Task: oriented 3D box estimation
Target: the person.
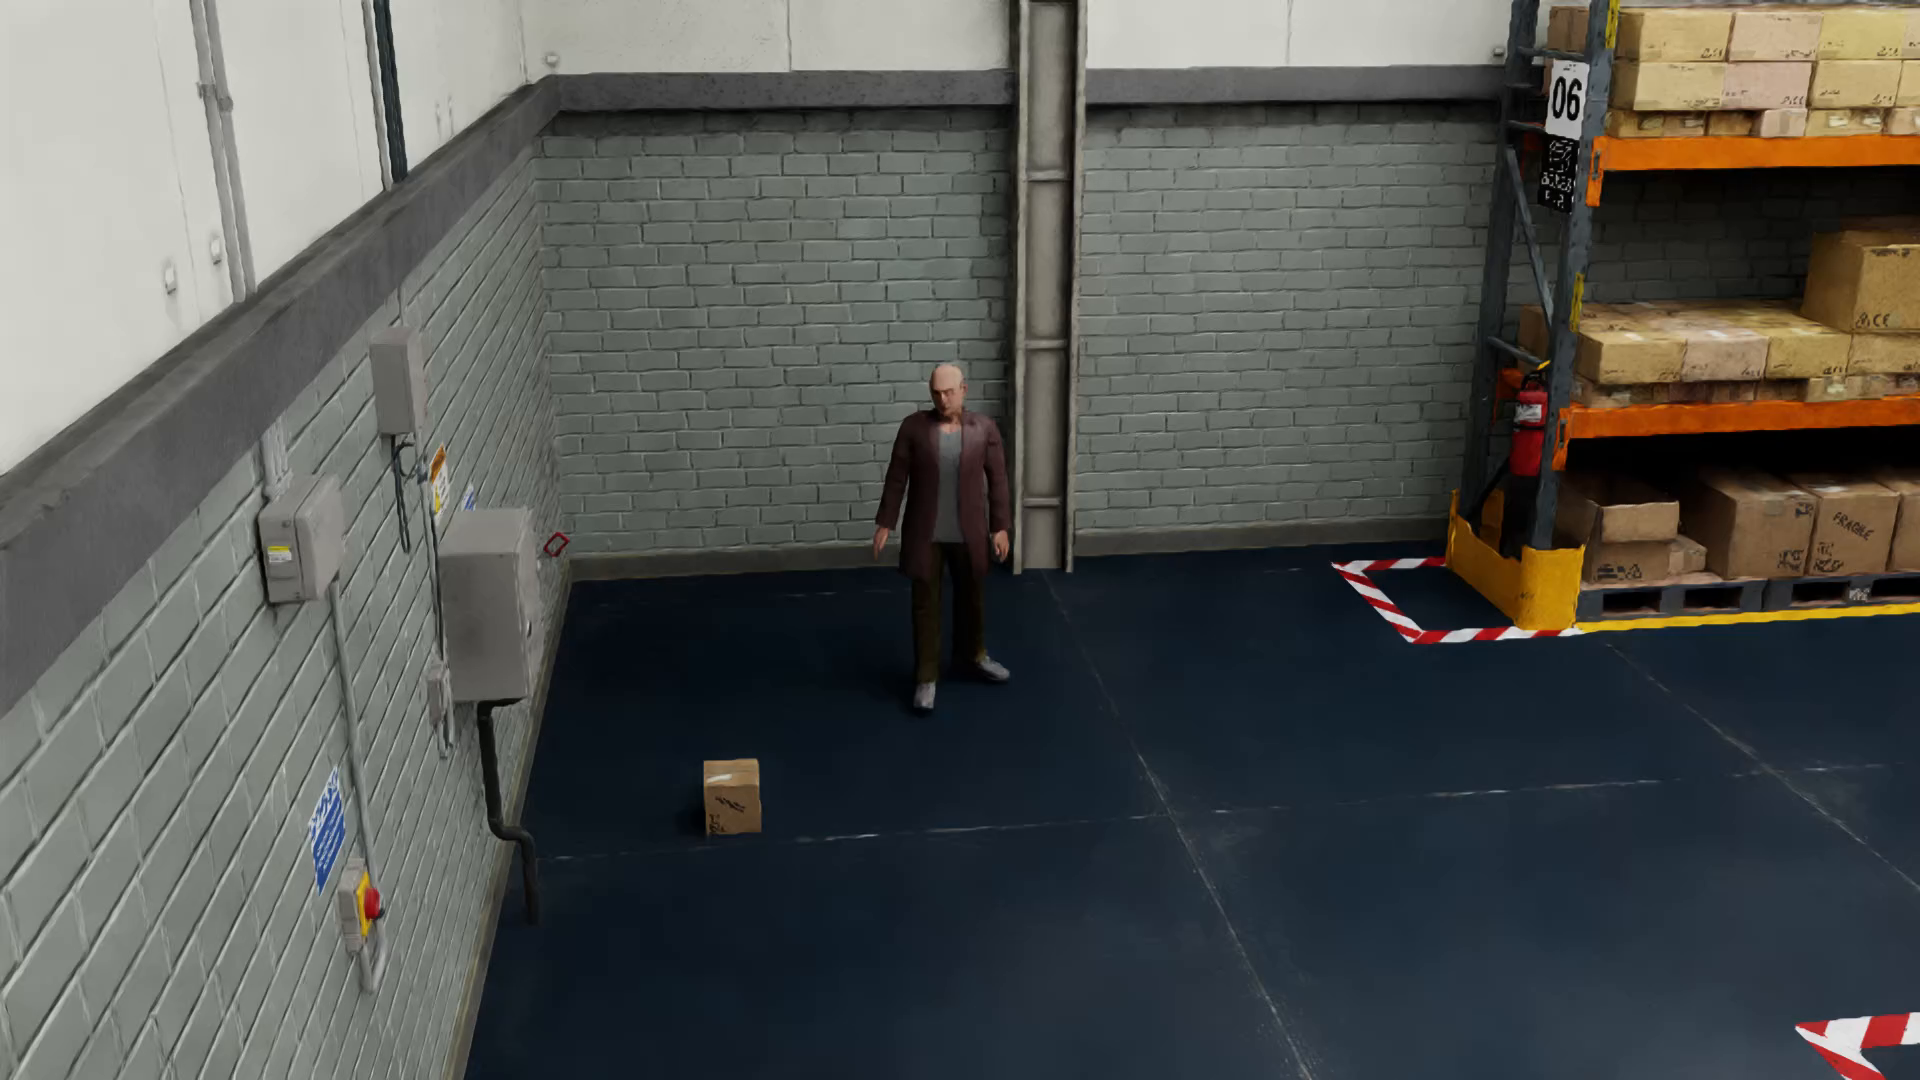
[{"bbox_3d":[-0.087,-0.031,8.631,0.738,1.776,0.637,-2,20,-6],"label":"person"}]
